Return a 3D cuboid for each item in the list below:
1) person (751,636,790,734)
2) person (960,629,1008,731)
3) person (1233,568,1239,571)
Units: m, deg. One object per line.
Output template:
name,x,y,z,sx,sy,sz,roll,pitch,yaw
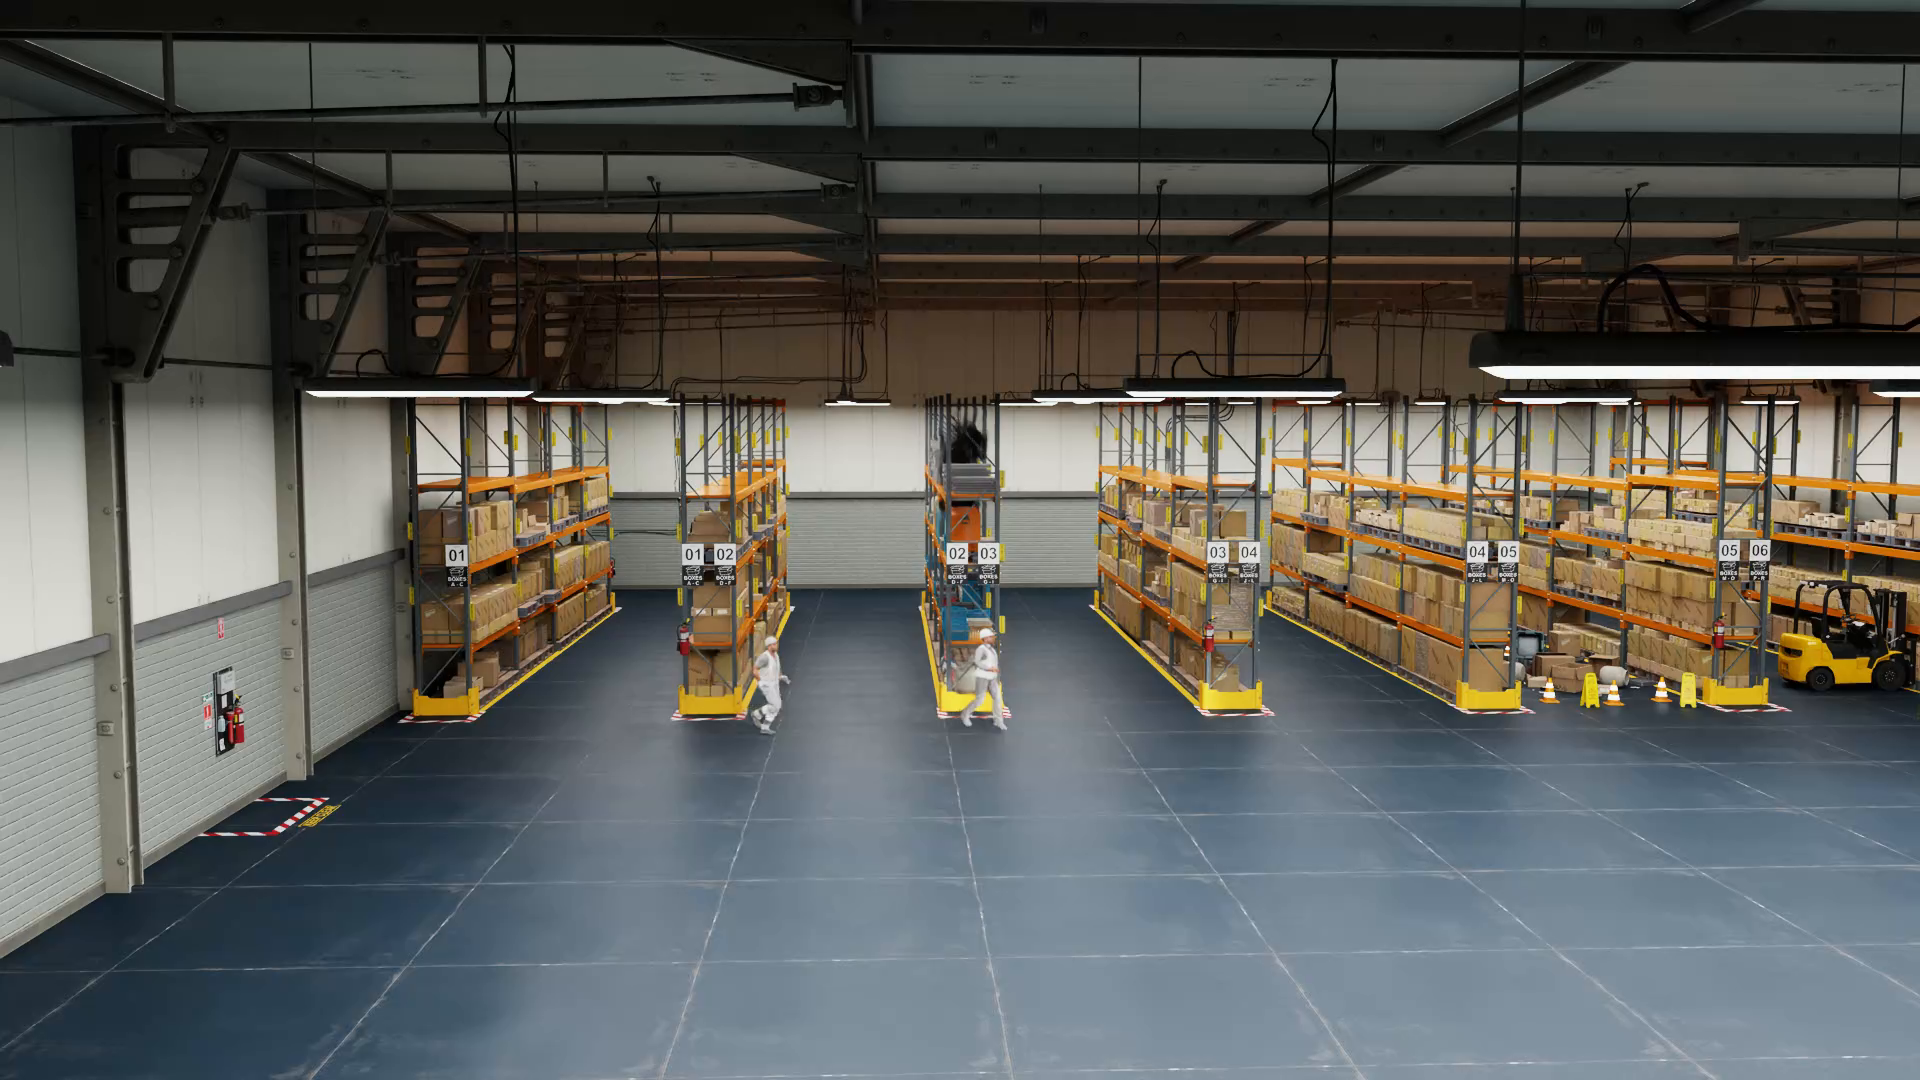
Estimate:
person,-3.334,2.556,29.199,0.636,1.734,0.663,2,5,24
person,0.485,2.482,29.793,0.930,1.787,0.700,3,5,31
person,7.676,1.275,45.752,0.546,1.646,0.671,0,5,2
